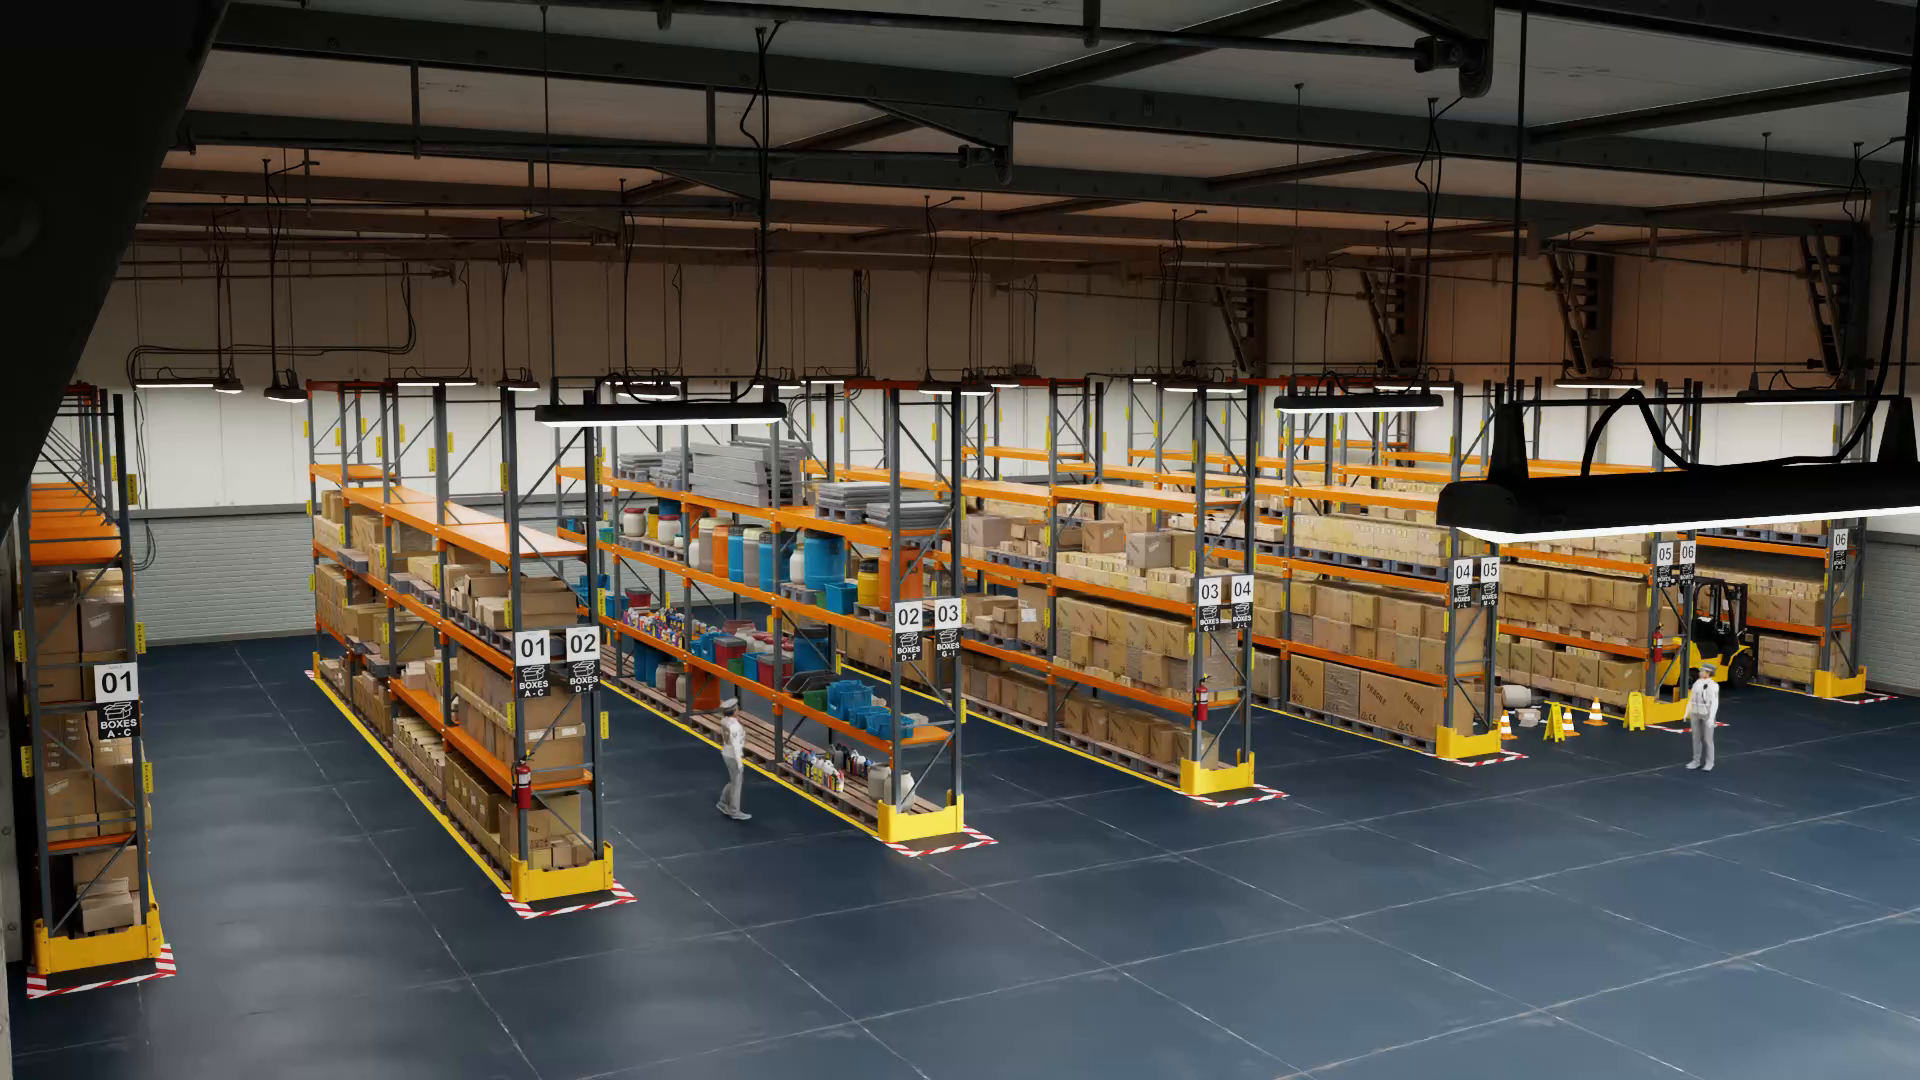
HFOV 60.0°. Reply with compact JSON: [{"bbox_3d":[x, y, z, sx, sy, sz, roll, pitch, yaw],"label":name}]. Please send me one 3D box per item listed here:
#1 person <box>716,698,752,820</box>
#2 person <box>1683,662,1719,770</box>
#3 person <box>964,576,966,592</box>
[{"bbox_3d":[-3.158,3.045,23.173,0.458,1.698,0.543,-2,6,-15],"label":"person"},{"bbox_3d":[11.566,2.740,25.956,0.396,1.700,0.526,-5,8,-39],"label":"person"},{"bbox_3d":[-0.067,1.355,38.482,0.631,1.742,0.975,-4,7,-30],"label":"person"}]
